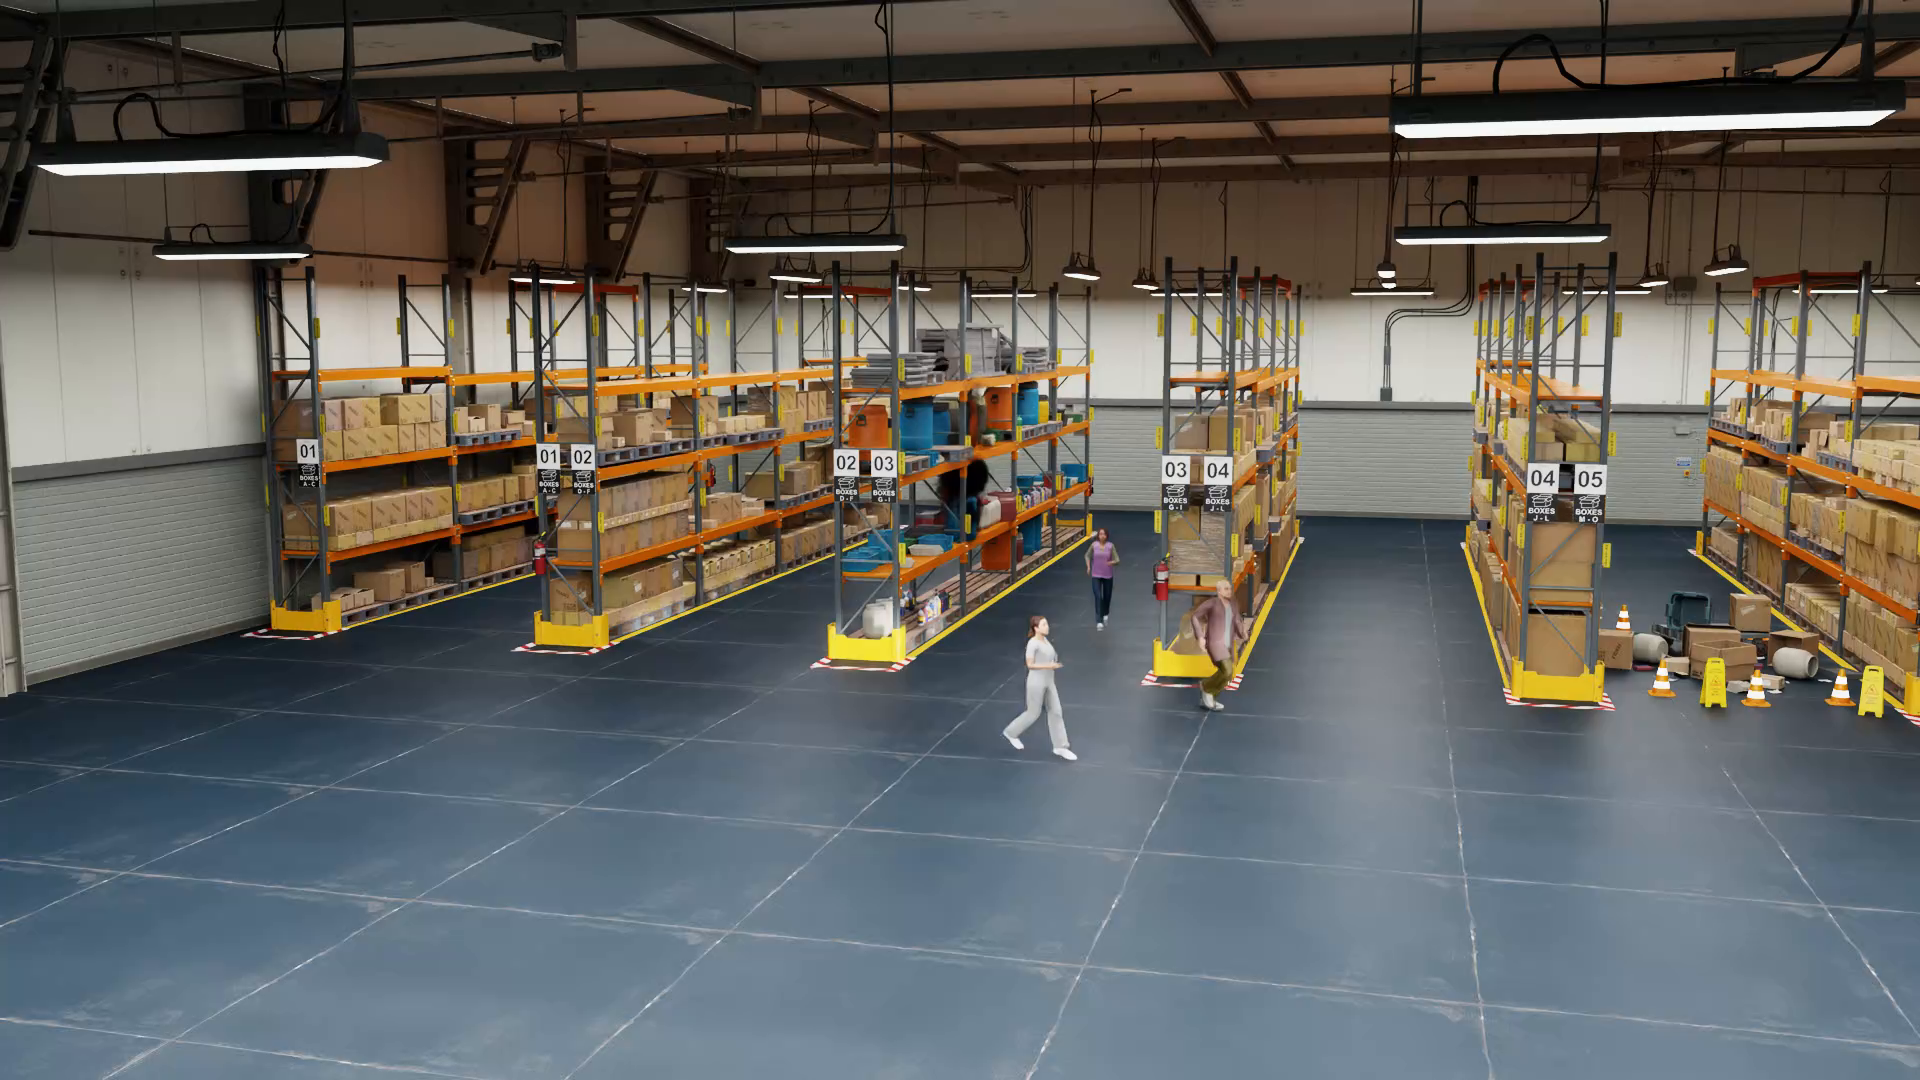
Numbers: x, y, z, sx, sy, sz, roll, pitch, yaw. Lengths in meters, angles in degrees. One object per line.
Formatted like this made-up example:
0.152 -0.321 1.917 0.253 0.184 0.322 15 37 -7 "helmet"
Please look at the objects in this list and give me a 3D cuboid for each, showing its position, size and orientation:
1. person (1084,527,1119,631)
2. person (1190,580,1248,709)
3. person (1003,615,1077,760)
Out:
2.235 0.596 26.198 0.545 1.591 0.799 0 7 2 "person"
3.431 1.384 21.744 0.691 1.732 0.739 -5 9 -37 "person"
0.930 1.698 19.401 0.951 1.673 0.565 5 9 34 "person"
